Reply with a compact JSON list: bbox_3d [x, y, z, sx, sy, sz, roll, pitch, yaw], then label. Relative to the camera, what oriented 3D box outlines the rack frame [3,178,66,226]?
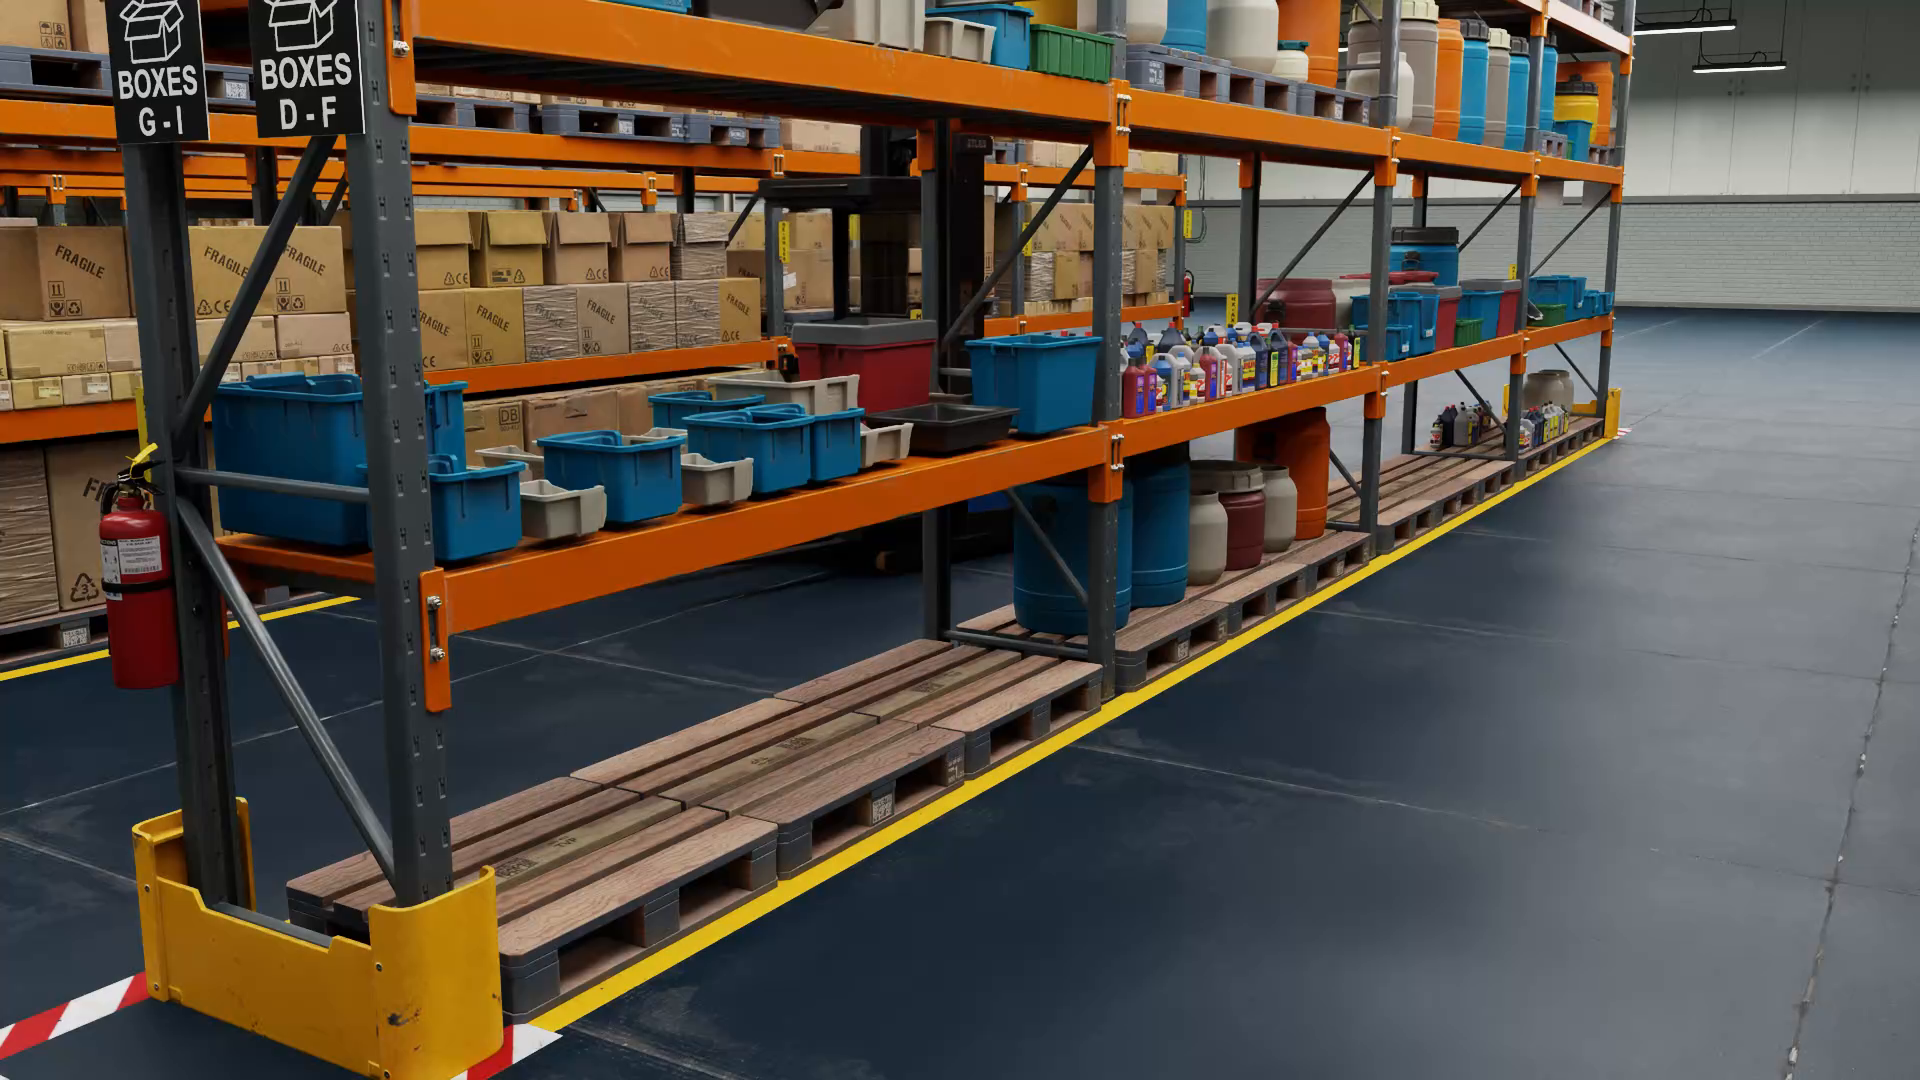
[{"bbox_3d":[-10.352,-2.813,18.744,1.000,3.000,0.127,6,12,31],"label":"rack frame"}]

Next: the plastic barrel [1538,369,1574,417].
[{"bbox_3d":[6.228,-1.524,17.478,0.421,0.512,0.421,0,11,0],"label":"plastic barrel"}]

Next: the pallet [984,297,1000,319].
[{"bbox_3d":[-0.327,-2.295,16.497,1.003,0.211,1.213,6,12,31],"label":"pallet"}]

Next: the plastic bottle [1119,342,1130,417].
[{"bbox_3d":[0.755,-0.771,7.968,0.144,0.351,0.185,6,12,31],"label":"plastic bottle"}]

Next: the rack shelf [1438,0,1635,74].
[{"bbox_3d":[5.466,-4.735,15.750,1.077,0.370,4.000,6,12,31],"label":"rack shelf"}]

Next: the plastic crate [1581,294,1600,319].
[{"bbox_3d":[6.158,-2.369,16.778,0.499,0.251,0.408,6,12,31],"label":"plastic crate"}]

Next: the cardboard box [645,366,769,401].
[{"bbox_3d":[-2.259,-0.922,13.274,1.225,0.875,0.875,6,12,28],"label":"cardboard box"}]

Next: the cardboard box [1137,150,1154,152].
[{"bbox_3d":[2.000,-4.523,19.048,0.380,0.149,0.250,6,12,31],"label":"cardboard box"}]

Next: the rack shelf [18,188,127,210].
[{"bbox_3d":[-13.558,-4.722,22.744,1.077,0.370,4.000,6,12,31],"label":"rack shelf"}]

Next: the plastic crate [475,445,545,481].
[{"bbox_3d":[-1.371,-0.225,5.471,0.396,0.136,0.243,6,12,31],"label":"plastic crate"}]

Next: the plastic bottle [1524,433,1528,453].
[{"bbox_3d":[5.020,-0.887,14.866,0.097,0.201,0.097,0,11,0],"label":"plastic bottle"}]

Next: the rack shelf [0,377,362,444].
[{"bbox_3d":[-4.998,-0.569,8.712,1.077,0.370,4.000,6,12,31],"label":"rack shelf"}]

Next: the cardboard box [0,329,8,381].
[{"bbox_3d":[-5.028,-0.891,8.078,0.500,0.250,0.500,6,12,29],"label":"cardboard box"}]

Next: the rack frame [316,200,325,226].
[{"bbox_3d":[-10.443,-4.545,27.994,1.000,3.000,0.127,6,12,31],"label":"rack frame"}]

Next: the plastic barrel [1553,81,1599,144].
[{"bbox_3d":[6.021,-4.233,16.525,0.600,0.588,0.600,0,11,0],"label":"plastic barrel"}]

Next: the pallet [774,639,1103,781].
[{"bbox_3d":[-0.075,0.726,7.418,1.003,0.211,1.213,6,12,31],"label":"pallet"}]

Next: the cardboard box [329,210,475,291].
[{"bbox_3d":[-3.635,-1.881,10.766,0.797,0.503,0.637,6,12,29],"label":"cardboard box"}]

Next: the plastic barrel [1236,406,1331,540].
[{"bbox_3d":[2.111,-0.454,10.900,0.600,0.830,0.708,6,12,31],"label":"plastic barrel"}]

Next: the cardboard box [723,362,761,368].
[{"bbox_3d":[-3.141,-2.382,21.072,0.875,0.875,0.875,6,12,31],"label":"cardboard box"}]

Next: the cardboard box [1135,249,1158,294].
[{"bbox_3d":[1.805,-3.146,19.441,0.875,0.500,0.500,6,12,31],"label":"cardboard box"}]

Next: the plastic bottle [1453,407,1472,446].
[{"bbox_3d":[4.638,-1.052,15.337,0.144,0.351,0.185,6,12,31],"label":"plastic bottle"}]

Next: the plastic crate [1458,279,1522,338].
[{"bbox_3d":[4.437,-1.948,13.951,0.402,0.464,0.583,6,12,31],"label":"plastic crate"}]

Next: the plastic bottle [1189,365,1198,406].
[{"bbox_3d":[1.164,-0.791,8.484,0.097,0.201,0.097,0,11,0],"label":"plastic bottle"}]

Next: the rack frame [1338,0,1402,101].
[{"bbox_3d":[2.351,-4.342,10.607,1.000,3.000,0.127,6,12,31],"label":"rack frame"}]

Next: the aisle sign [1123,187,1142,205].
[{"bbox_3d":[2.047,-4.441,20.373,0.394,0.787,0.004,6,12,31],"label":"aisle sign"}]

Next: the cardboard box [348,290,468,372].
[{"bbox_3d":[-3.507,-1.335,10.576,0.500,0.500,0.500,6,12,31],"label":"cardboard box"}]

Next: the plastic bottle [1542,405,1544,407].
[{"bbox_3d":[5.680,-1.175,16.179,0.061,0.283,0.133,6,12,31],"label":"plastic bottle"}]

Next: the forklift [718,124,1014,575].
[{"bbox_3d":[-0.621,-1.319,10.947,1.130,2.935,3.031,10,15,43],"label":"forklift"}]

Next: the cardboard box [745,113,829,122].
[{"bbox_3d":[-1.419,-3.685,13.619,0.500,0.500,0.500,7,12,31],"label":"cardboard box"}]

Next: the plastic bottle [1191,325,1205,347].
[{"bbox_3d":[1.501,-1.209,10.493,0.061,0.283,0.133,6,12,31],"label":"plastic bottle"}]

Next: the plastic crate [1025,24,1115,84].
[{"bbox_3d":[0.312,-2.039,7.032,0.450,0.188,0.662,6,12,31],"label":"plastic crate"}]

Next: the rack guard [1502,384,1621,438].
[{"bbox_3d":[6.505,-1.406,18.022,1.175,0.500,0.348,6,12,31],"label":"rack guard"}]

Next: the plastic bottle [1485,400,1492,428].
[{"bbox_3d":[5.296,-1.271,16.726,0.097,0.271,0.097,0,11,0],"label":"plastic bottle"}]

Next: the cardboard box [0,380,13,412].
[{"bbox_3d":[-4.904,-0.711,8.200,0.380,0.149,0.250,6,12,30],"label":"cardboard box"}]

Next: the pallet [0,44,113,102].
[{"bbox_3d":[-5.027,-2.349,8.356,1.003,0.211,1.213,6,12,31],"label":"pallet"}]

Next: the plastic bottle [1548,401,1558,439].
[{"bbox_3d":[5.616,-1.150,15.861,0.144,0.351,0.185,7,13,33],"label":"plastic bottle"}]

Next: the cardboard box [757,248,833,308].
[{"bbox_3d":[-1.432,-2.308,14.633,0.700,0.500,0.500,9,14,39],"label":"cardboard box"}]

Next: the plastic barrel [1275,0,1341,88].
[{"bbox_3d":[2.053,-3.196,10.329,0.600,0.830,0.708,6,12,31],"label":"plastic barrel"}]

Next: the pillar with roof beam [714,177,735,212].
[{"bbox_3d":[-1.665,-8.946,35.201,9.100,9.000,0.548,6,12,31],"label":"pillar with roof beam"}]

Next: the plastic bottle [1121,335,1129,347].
[{"bbox_3d":[0.925,-1.035,9.562,0.061,0.283,0.133,6,12,31],"label":"plastic bottle"}]

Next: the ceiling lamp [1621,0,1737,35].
[{"bbox_3d":[13.674,-11.183,31.285,2.000,3.185,0.800,6,12,31],"label":"ceiling lamp"}]

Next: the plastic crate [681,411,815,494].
[{"bbox_3d":[-0.710,-0.297,5.594,0.416,0.233,0.300,6,12,31],"label":"plastic crate"}]

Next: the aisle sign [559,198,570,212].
[{"bbox_3d":[-5.919,-5.331,25.129,0.394,0.787,0.004,6,12,31],"label":"aisle sign"}]

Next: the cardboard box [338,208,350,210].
[{"bbox_3d":[-7.862,-4.178,22.234,0.700,0.500,0.500,6,12,30],"label":"cardboard box"}]

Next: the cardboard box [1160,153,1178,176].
[{"bbox_3d":[2.238,-4.425,19.610,0.500,0.250,0.500,7,13,32],"label":"cardboard box"}]

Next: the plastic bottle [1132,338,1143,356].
[{"bbox_3d":[1.002,-1.024,9.538,0.097,0.271,0.097,0,11,0],"label":"plastic bottle"}]

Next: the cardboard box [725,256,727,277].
[{"bbox_3d":[-3.164,-3.280,20.832,0.875,0.550,0.550,6,12,31],"label":"cardboard box"}]

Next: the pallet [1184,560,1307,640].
[{"bbox_3d":[1.343,0.297,9.711,1.003,0.211,1.213,6,12,31],"label":"pallet"}]

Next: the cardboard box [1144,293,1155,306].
[{"bbox_3d":[2.083,-2.853,19.640,0.380,0.149,0.250,6,12,31],"label":"cardboard box"}]

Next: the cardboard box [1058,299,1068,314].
[{"bbox_3d":[0.932,-2.497,17.739,0.380,0.149,0.250,6,12,31],"label":"cardboard box"}]
